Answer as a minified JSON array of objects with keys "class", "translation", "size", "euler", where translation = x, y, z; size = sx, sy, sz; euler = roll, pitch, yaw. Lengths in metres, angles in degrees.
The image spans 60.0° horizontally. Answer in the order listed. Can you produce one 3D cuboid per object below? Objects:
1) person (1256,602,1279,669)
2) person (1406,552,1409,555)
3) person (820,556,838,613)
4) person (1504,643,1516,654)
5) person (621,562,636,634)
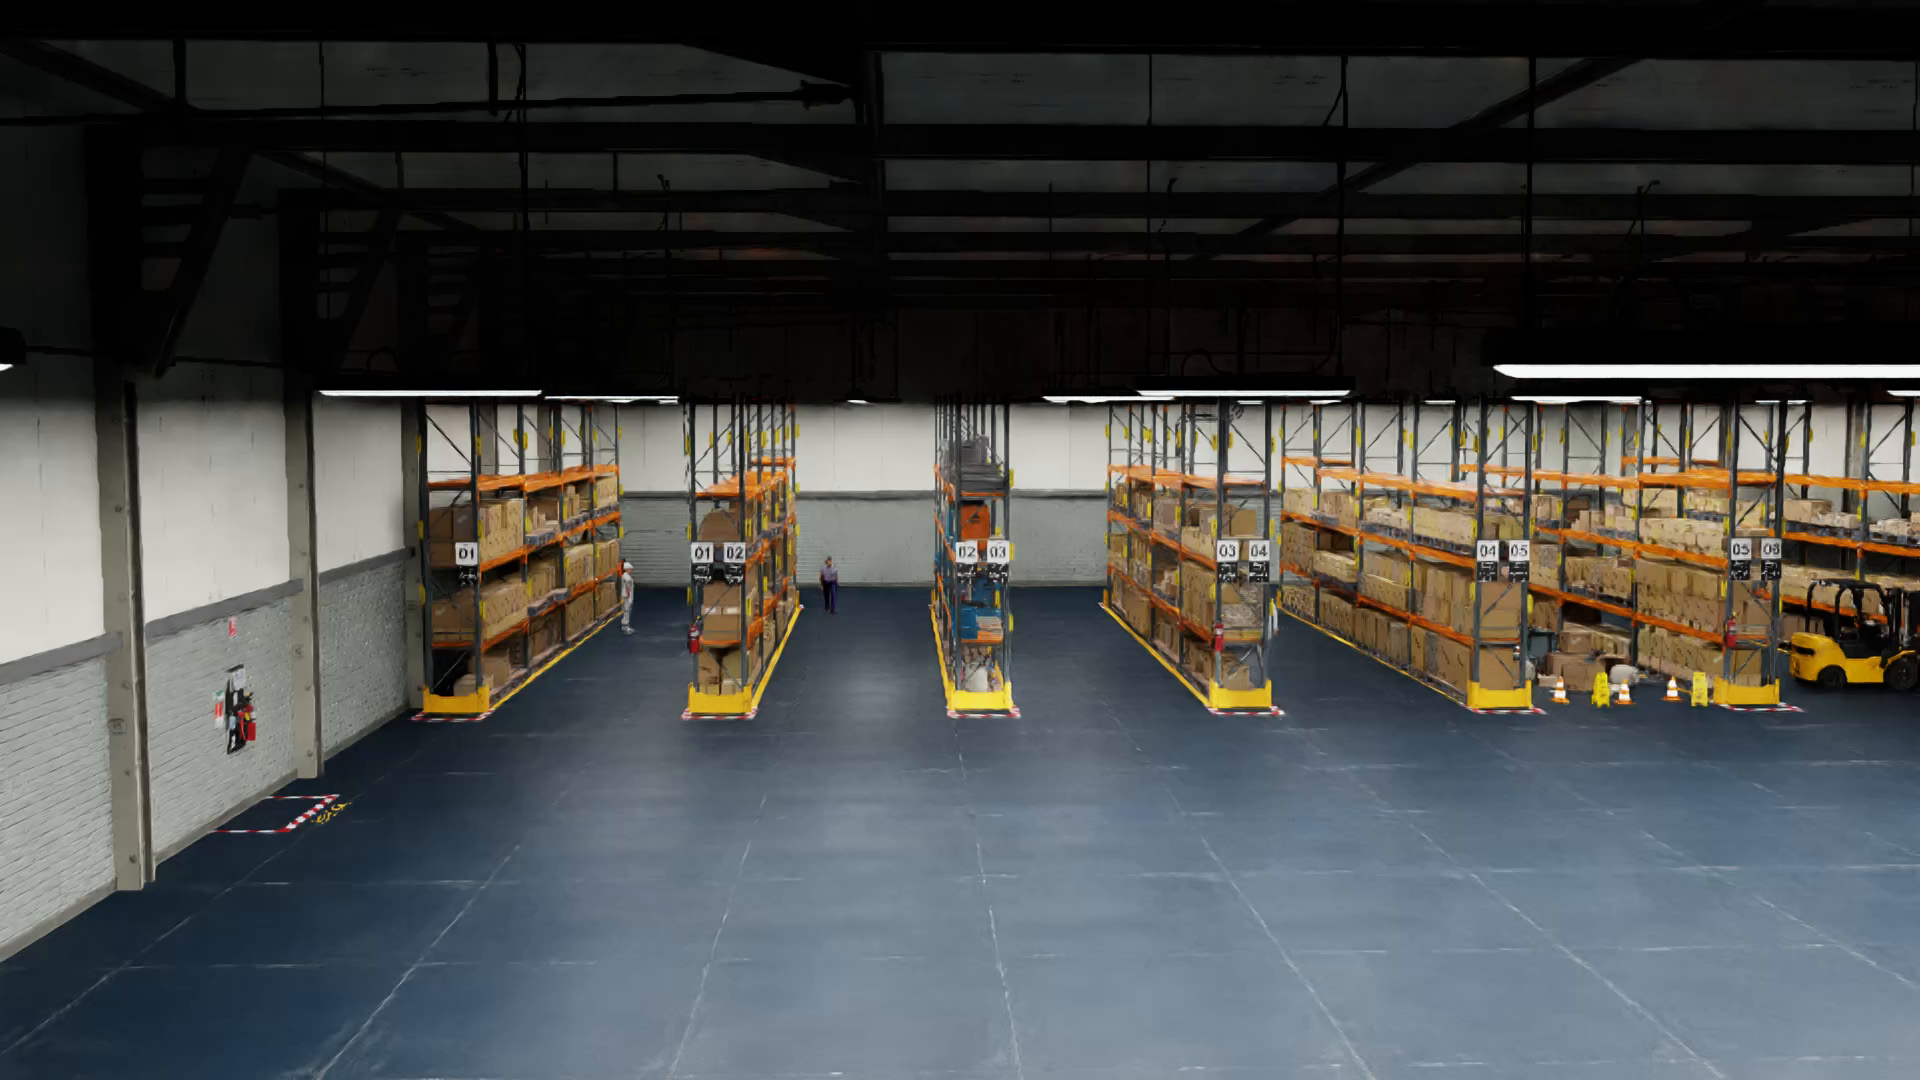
[{"class":"person","translation":[6.655,1.945,36.441],"size":[0.603,1.714,1.106],"euler":[0,5,-3]},{"class":"person","translation":[12.315,1.191,45.732],"size":[0.553,1.711,0.607],"euler":[1,5,16]},{"class":"person","translation":[-3.648,1.228,46.195],"size":[0.479,1.567,1.090],"euler":[0,5,0]},{"class":"person","translation":[12.580,1.848,38.279],"size":[0.527,1.592,0.522],"euler":[2,5,27]},{"class":"person","translation":[-8.353,1.449,41.908],"size":[0.396,1.792,0.657],"euler":[-2,5,-20]}]
